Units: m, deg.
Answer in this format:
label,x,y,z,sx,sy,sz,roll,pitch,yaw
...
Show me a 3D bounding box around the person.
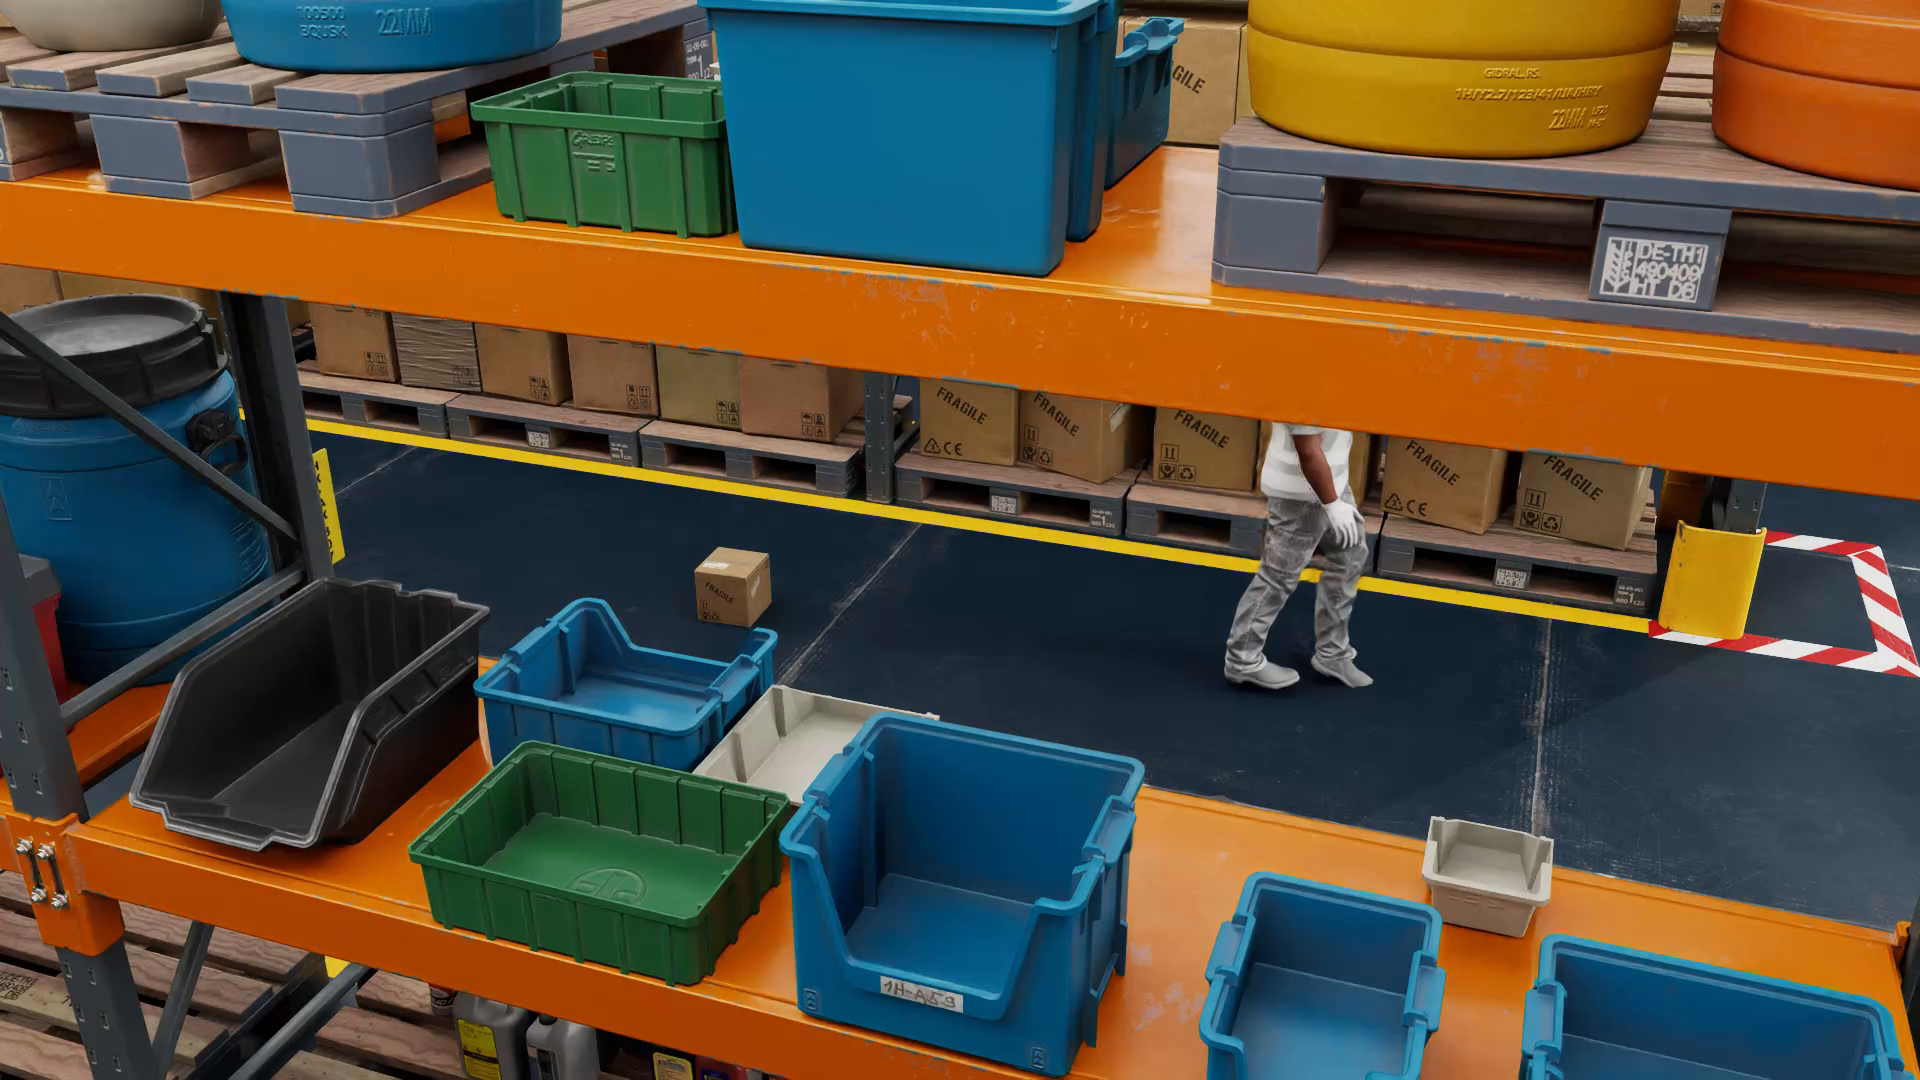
label,x,y,z,sx,sy,sz,roll,pitch,yaw
person,1.395,-0.176,6.483,0.611,1.847,0.603,6,26,13
